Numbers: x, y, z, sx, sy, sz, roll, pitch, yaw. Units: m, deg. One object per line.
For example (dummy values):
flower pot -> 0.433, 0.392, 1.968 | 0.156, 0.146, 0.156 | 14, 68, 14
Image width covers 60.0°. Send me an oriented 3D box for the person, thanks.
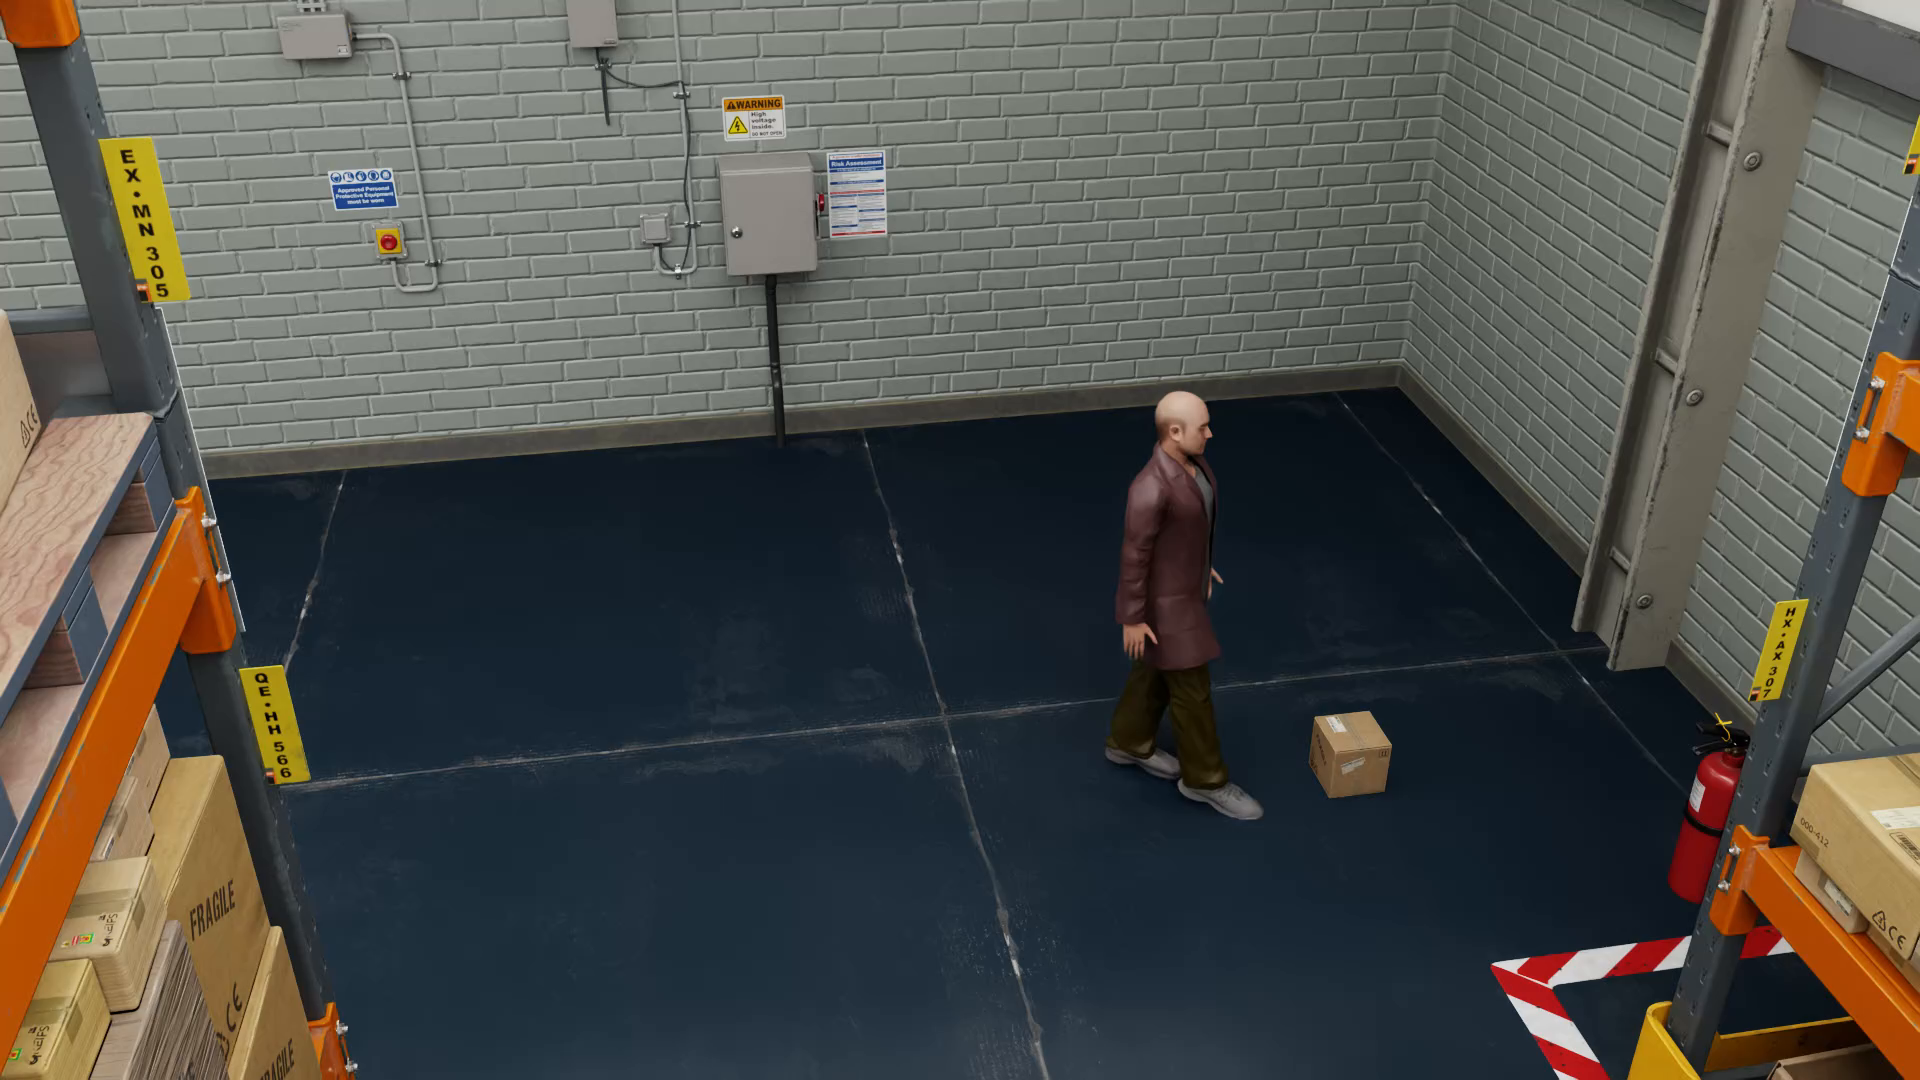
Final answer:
person -> 1.014, 0.245, 6.722 | 0.796, 1.764, 0.651 | 11, 32, 18
